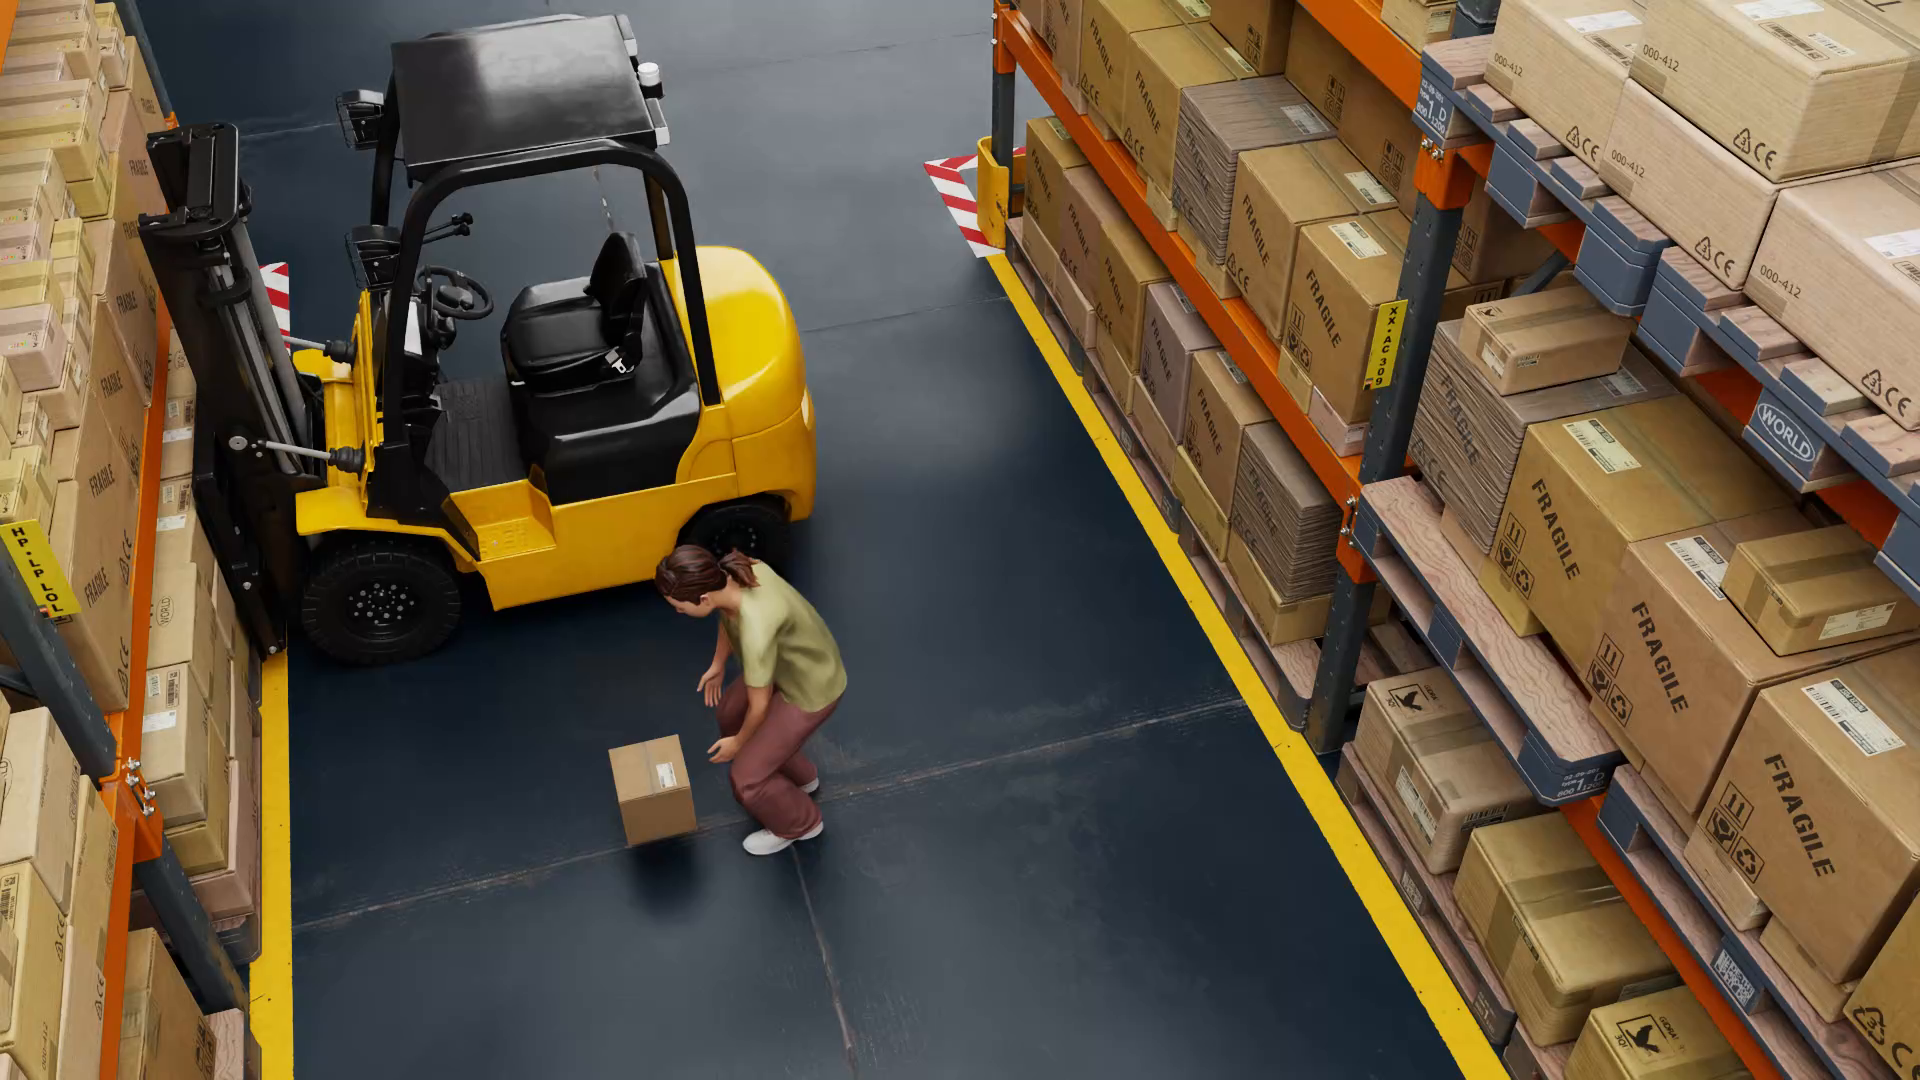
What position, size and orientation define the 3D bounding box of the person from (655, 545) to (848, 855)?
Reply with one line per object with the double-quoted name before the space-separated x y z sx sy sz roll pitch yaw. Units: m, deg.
"person" -0.684 0.533 5.755 0.595 1.444 0.507 -12 44 -12
